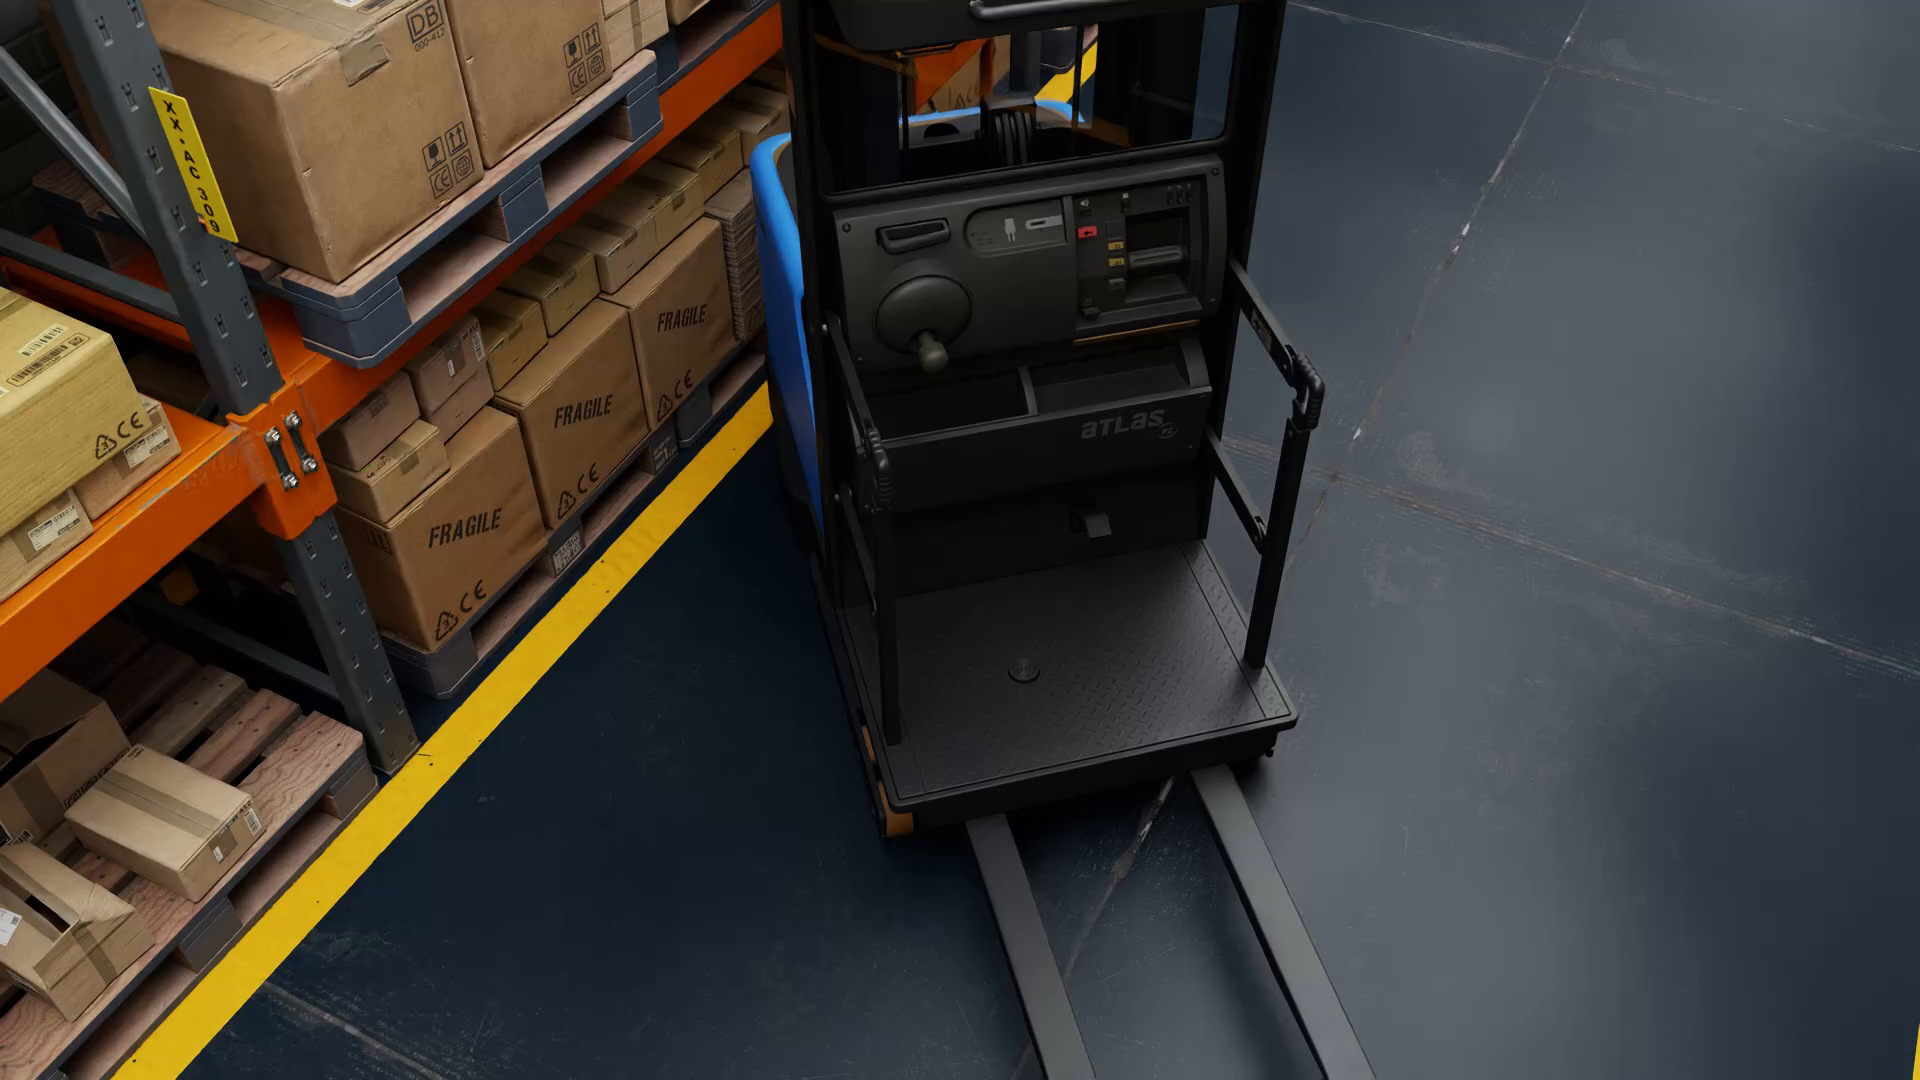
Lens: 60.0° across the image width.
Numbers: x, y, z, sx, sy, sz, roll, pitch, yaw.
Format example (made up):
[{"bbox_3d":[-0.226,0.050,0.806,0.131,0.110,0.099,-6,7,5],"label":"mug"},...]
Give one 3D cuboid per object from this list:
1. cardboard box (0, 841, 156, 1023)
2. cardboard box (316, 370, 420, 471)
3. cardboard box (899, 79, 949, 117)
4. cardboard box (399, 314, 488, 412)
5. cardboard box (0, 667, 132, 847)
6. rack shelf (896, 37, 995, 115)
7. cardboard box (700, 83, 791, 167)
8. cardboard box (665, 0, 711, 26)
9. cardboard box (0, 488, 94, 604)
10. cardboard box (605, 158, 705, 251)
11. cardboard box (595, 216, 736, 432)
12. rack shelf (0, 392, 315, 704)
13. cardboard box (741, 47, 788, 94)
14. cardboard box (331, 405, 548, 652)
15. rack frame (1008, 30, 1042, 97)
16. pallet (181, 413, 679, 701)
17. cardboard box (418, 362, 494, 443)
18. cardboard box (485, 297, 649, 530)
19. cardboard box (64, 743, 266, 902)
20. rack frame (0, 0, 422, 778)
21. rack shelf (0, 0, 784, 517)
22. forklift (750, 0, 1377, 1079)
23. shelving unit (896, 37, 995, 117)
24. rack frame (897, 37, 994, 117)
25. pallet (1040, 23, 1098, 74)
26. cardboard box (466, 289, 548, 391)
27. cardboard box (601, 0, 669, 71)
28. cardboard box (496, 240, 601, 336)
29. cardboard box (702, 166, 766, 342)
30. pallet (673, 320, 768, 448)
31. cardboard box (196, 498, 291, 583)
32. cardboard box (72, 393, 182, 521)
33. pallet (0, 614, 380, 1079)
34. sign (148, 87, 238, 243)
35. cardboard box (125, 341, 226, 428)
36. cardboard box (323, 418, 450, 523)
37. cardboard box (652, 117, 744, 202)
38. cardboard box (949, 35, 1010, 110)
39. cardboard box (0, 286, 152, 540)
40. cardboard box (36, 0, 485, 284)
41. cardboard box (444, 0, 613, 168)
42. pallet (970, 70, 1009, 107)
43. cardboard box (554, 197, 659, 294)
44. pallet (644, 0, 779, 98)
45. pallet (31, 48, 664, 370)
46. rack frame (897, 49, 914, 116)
[{"bbox_3d":[-2.148,0.886,3.892,0.396,0.266,0.258,22,49,20],"label":"cardboard box"},{"bbox_3d":[-1.636,-0.360,4.293,0.380,0.149,0.250,20,49,18],"label":"cardboard box"},{"bbox_3d":[-0.375,-1.740,6.322,0.500,0.500,0.500,20,49,18],"label":"cardboard box"},{"bbox_3d":[-1.504,-0.519,4.451,0.380,0.149,0.250,18,48,17],"label":"cardboard box"},{"bbox_3d":[-2.500,0.536,4.207,0.500,0.311,0.500,22,49,20],"label":"cardboard box"},{"bbox_3d":[-0.191,-1.544,5.280,0.431,0.518,0.480,25,54,19],"label":"rack shelf"},{"bbox_3d":[-0.773,-1.396,5.527,0.380,0.149,0.250,18,48,17],"label":"cardboard box"},{"bbox_3d":[-0.957,-1.834,4.588,0.700,0.500,0.500,20,49,19],"label":"cardboard box"},{"bbox_3d":[-2.010,-0.056,3.373,0.380,0.149,0.250,22,49,20],"label":"cardboard box"},{"bbox_3d":[-1.031,-1.078,5.213,0.380,0.149,0.250,22,49,20],"label":"cardboard box"},{"bbox_3d":[-1.086,-0.751,5.345,0.500,0.500,0.500,19,48,18],"label":"cardboard box"},{"bbox_3d":[-2.913,0.913,2.745,1.077,0.370,4.000,20,49,19],"label":"rack shelf"},{"bbox_3d":[-0.671,-1.580,5.709,0.380,0.149,0.250,20,49,18],"label":"cardboard box"},{"bbox_3d":[-1.560,-0.099,4.701,0.500,0.500,0.500,22,49,21],"label":"cardboard box"},{"bbox_3d":[-0.127,-3.120,6.224,1.000,3.000,0.127,20,49,19],"label":"rack frame"},{"bbox_3d":[-1.640,-0.145,5.245,1.003,0.211,1.213,20,49,19],"label":"pallet"},{"bbox_3d":[-1.522,-0.435,4.577,0.380,0.149,0.250,19,48,18],"label":"cardboard box"},{"bbox_3d":[-1.322,-0.438,5.036,0.500,0.500,0.500,20,49,19],"label":"cardboard box"},{"bbox_3d":[-1.983,0.703,4.156,0.380,0.149,0.250,19,48,18],"label":"cardboard box"},{"bbox_3d":[-1.984,-0.600,3.734,1.000,3.000,0.127,20,49,19],"label":"rack frame"},{"bbox_3d":[-1.056,-1.607,5.235,1.077,0.370,4.000,20,49,19],"label":"rack shelf"},{"bbox_3d":[0.234,-0.546,3.729,1.130,2.935,3.031,-11,46,-10],"label":"forklift"},{"bbox_3d":[-0.191,-1.552,5.270,0.431,2.100,0.503,25,54,19],"label":"shelving unit"},{"bbox_3d":[-0.067,-1.714,5.405,0.400,2.100,0.015,25,54,19],"label":"rack frame"},{"bbox_3d":[0.289,-2.645,7.716,1.003,0.211,1.213,20,49,19],"label":"pallet"},{"bbox_3d":[-1.413,-0.600,4.741,0.380,0.149,0.250,18,48,17],"label":"cardboard box"},{"bbox_3d":[-0.999,-1.449,4.372,0.396,0.266,0.258,23,50,21],"label":"cardboard box"},{"bbox_3d":[-1.298,-0.778,4.916,0.380,0.149,0.250,20,49,18],"label":"cardboard box"},{"bbox_3d":[-0.840,-1.076,5.666,0.500,0.500,0.500,19,48,18],"label":"cardboard box"},{"bbox_3d":[-1.075,-0.916,6.007,1.003,0.211,1.213,20,49,19],"label":"pallet"},{"bbox_3d":[-2.018,-0.276,4.876,0.500,0.500,0.500,20,49,19],"label":"cardboard box"},{"bbox_3d":[-1.908,-0.227,3.542,0.380,0.149,0.250,21,49,20],"label":"cardboard box"},{"bbox_3d":[-2.304,0.813,4.299,1.003,0.211,1.213,20,49,19],"label":"pallet"},{"bbox_3d":[-1.500,-0.730,3.254,0.100,0.325,0.005,20,49,19],"label":"sign"},{"bbox_3d":[-2.069,-0.424,4.566,0.380,0.149,0.250,19,48,18],"label":"cardboard box"},{"bbox_3d":[-1.582,-0.235,4.379,0.380,0.149,0.250,23,50,21],"label":"cardboard box"},{"bbox_3d":[-0.932,-1.258,5.390,0.380,0.149,0.250,21,49,19],"label":"cardboard box"},{"bbox_3d":[-0.133,-2.051,6.631,0.500,0.500,0.500,22,49,20],"label":"cardboard box"},{"bbox_3d":[-2.004,-0.250,3.285,0.500,0.250,0.500,22,49,20],"label":"cardboard box"},{"bbox_3d":[-1.561,-1.014,3.777,0.700,0.500,0.500,22,49,20],"label":"cardboard box"},{"bbox_3d":[-1.321,-1.340,4.100,0.700,0.500,0.500,21,49,19],"label":"cardboard box"},{"bbox_3d":[-0.507,-1.682,6.764,1.003,0.211,1.213,20,49,19],"label":"pallet"},{"bbox_3d":[-1.149,-0.923,5.059,0.380,0.149,0.250,20,49,19],"label":"cardboard box"},{"bbox_3d":[-1.026,-1.826,5.080,1.003,0.211,1.213,20,49,19],"label":"pallet"},{"bbox_3d":[-1.516,-1.000,4.264,1.003,0.211,1.213,20,49,19],"label":"pallet"},{"bbox_3d":[-0.315,-1.391,5.135,0.400,2.100,0.015,25,54,19],"label":"rack frame"}]
